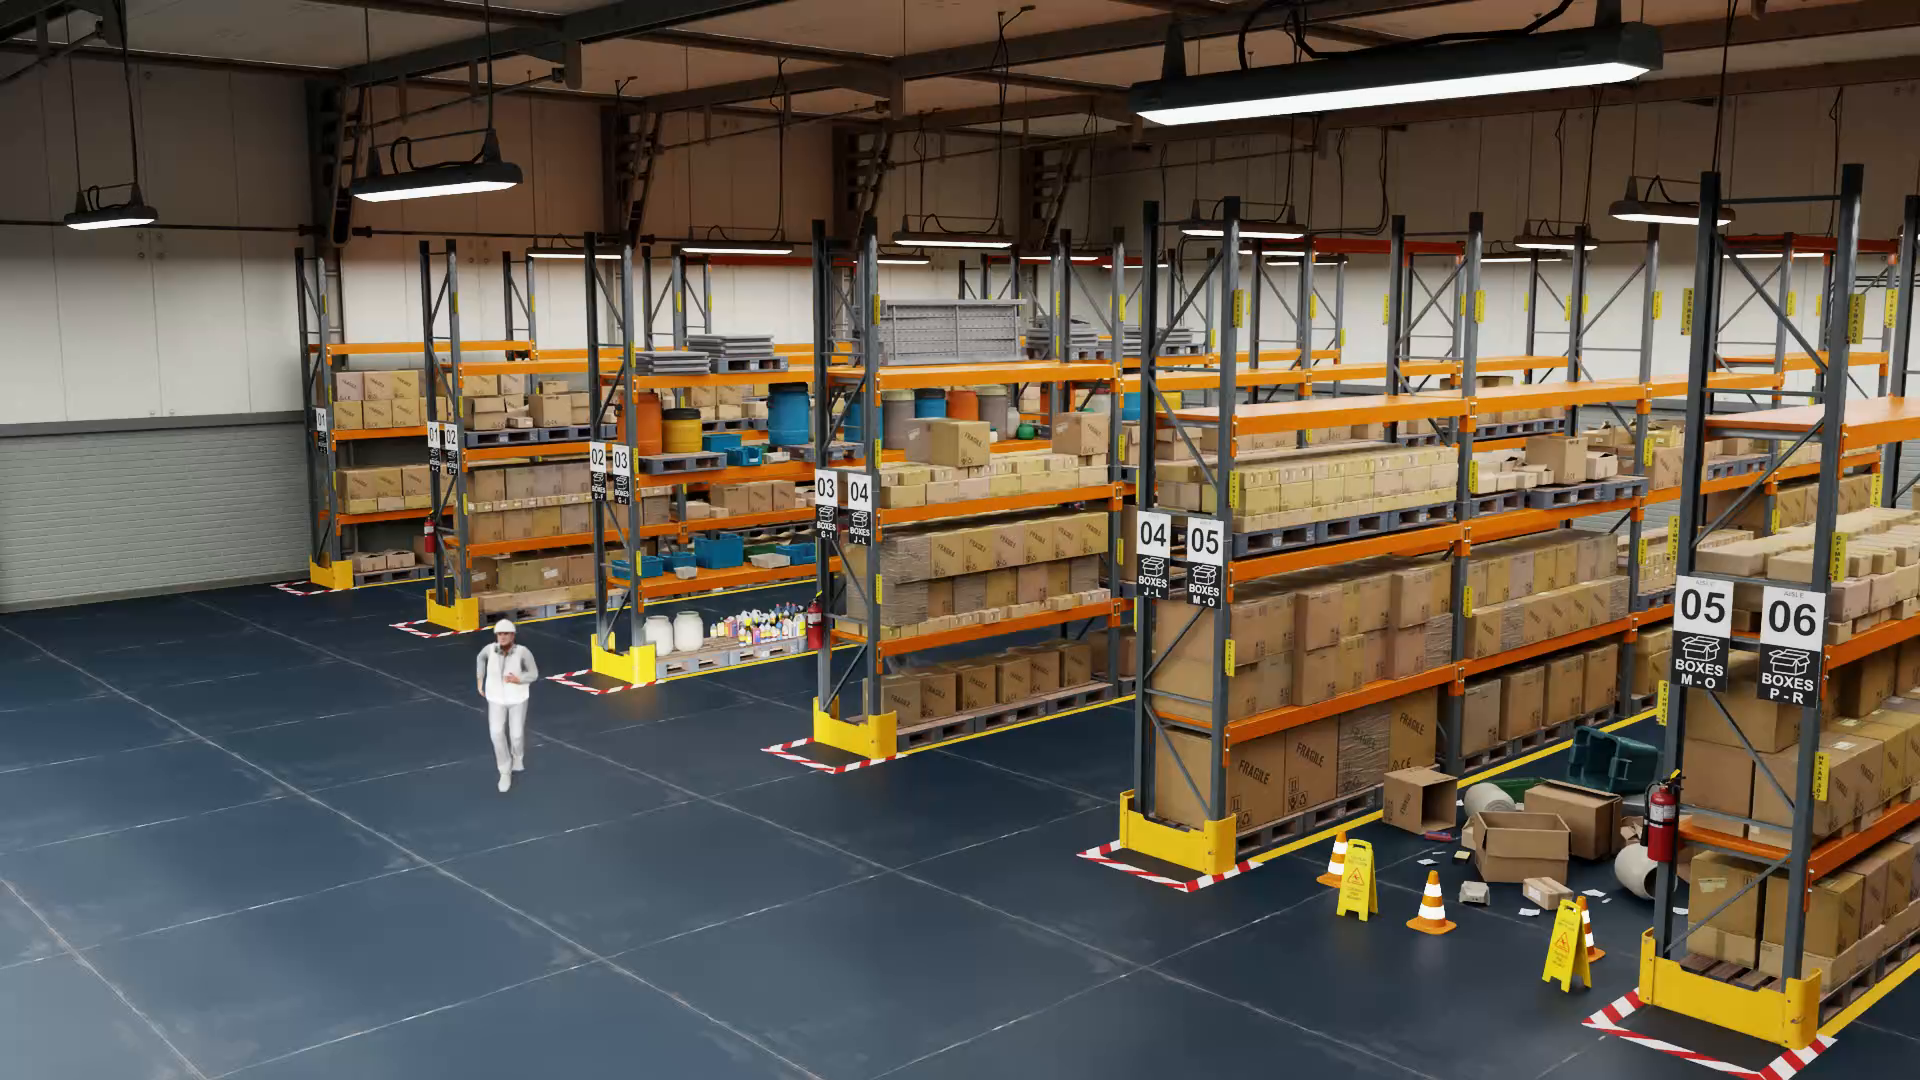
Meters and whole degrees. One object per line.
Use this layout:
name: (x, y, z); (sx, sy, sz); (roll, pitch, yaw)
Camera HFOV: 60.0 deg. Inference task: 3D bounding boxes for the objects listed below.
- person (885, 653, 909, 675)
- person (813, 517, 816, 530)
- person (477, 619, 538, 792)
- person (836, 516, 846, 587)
person: (-0.945, 1.078, 22.315); (0.565, 1.655, 0.553); (6, 10, 34)
person: (-2.781, -0.682, 34.458); (0.613, 1.640, 0.705); (8, 12, 44)
person: (-4.807, 1.717, 17.706); (0.679, 1.815, 0.852); (-1, 8, -5)
person: (-1.975, 0.308, 27.419); (0.810, 1.784, 0.653); (-7, 11, -41)
